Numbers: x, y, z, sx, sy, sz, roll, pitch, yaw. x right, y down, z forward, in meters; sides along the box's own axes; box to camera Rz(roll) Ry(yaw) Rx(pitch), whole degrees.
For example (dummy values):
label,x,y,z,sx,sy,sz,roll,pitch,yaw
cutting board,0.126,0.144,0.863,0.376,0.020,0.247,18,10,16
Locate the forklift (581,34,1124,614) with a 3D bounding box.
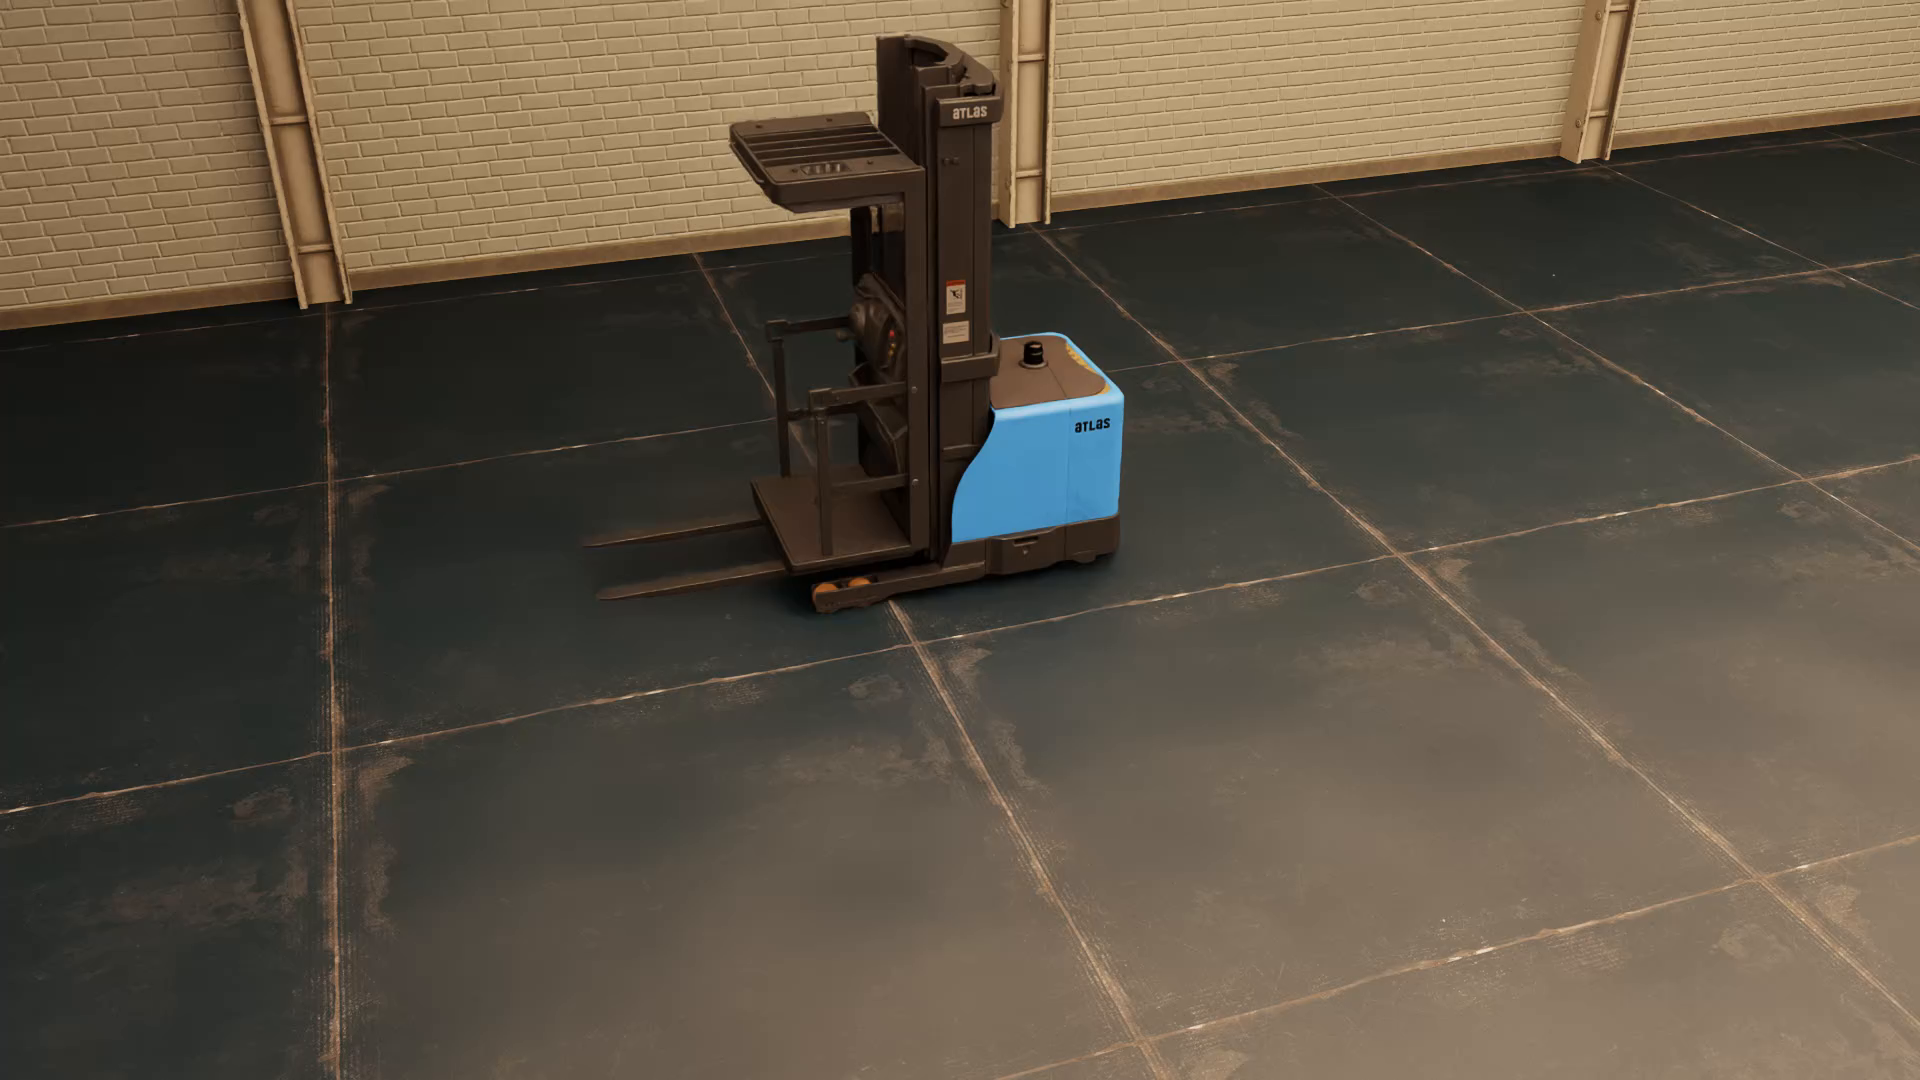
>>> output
label,x,y,z,sx,sy,sz,roll,pitch,yaw
forklift,-0.638,-1.153,9.091,3.031,2.935,1.130,-10,31,-16
